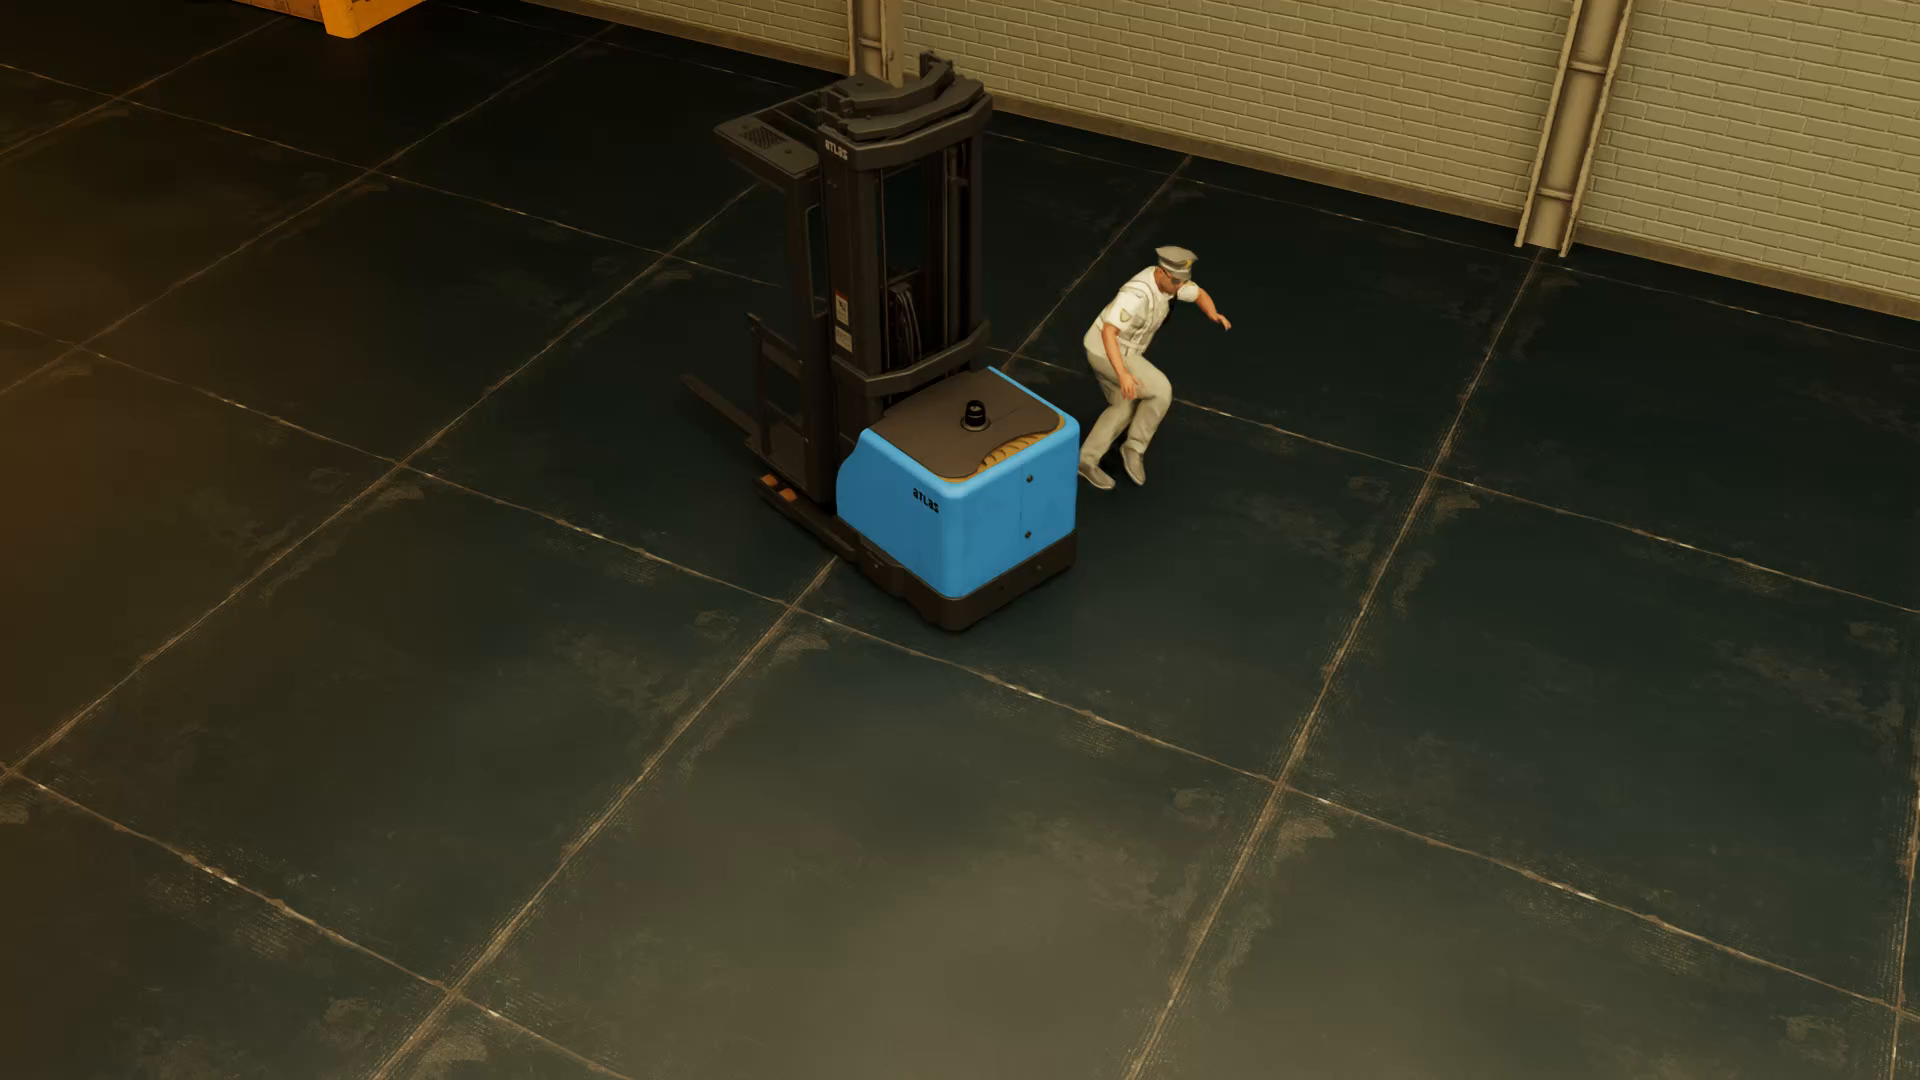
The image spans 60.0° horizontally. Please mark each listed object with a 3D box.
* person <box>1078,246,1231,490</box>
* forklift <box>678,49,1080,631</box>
[{"bbox_3d":[1.184,-1.092,10.403,0.905,1.521,0.988,13,42,15],"label":"person"},{"bbox_3d":[-0.654,-1.471,9.733,1.130,2.935,3.031,-30,48,-30],"label":"forklift"}]
